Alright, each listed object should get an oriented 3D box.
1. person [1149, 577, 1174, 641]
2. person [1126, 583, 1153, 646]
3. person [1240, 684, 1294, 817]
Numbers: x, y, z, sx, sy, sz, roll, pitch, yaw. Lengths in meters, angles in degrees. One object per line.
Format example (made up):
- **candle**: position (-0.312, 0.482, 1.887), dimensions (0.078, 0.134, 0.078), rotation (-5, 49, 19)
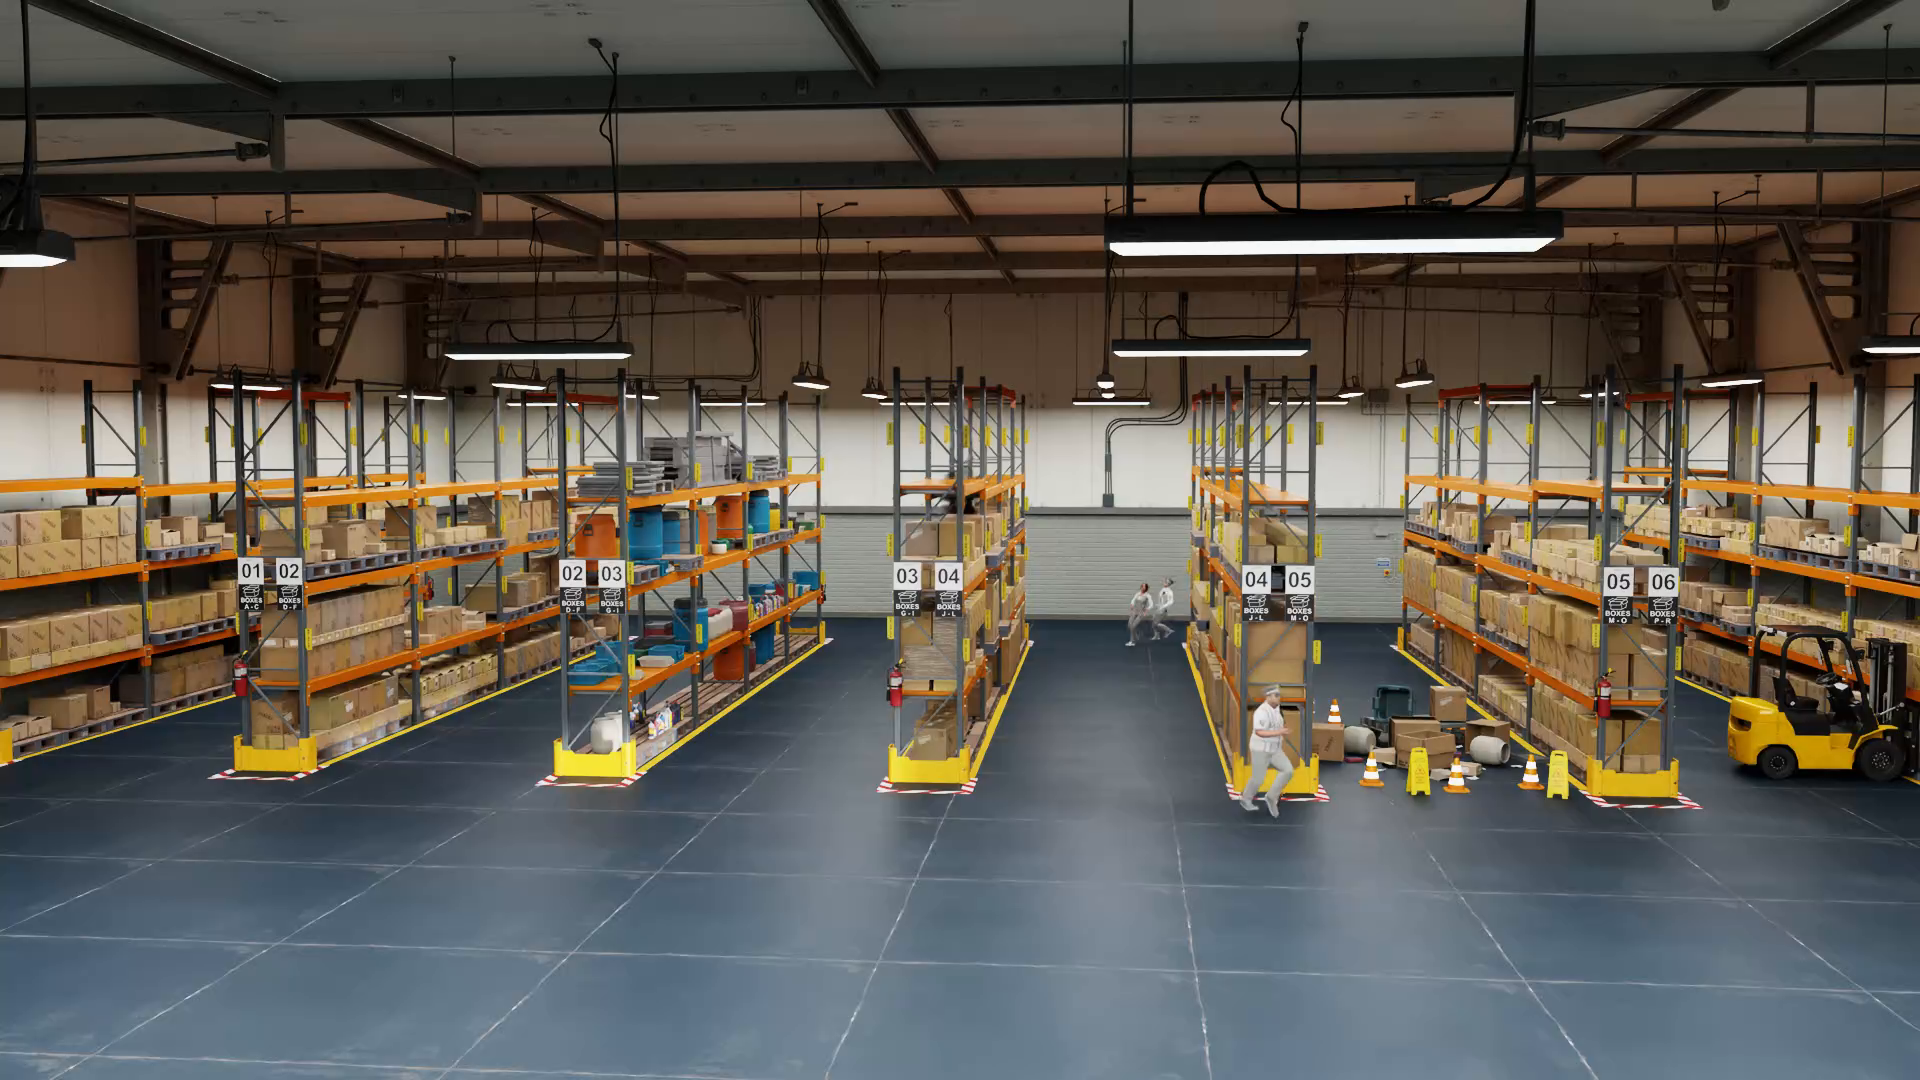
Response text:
- **person**: position (4.941, 1.692, 40.630), dimensions (0.546, 1.616, 0.695), rotation (0, 4, -3)
- **person**: position (4.276, 1.777, 39.669), dimensions (0.501, 1.508, 0.603), rotation (-3, 5, -44)
- **person**: position (4.051, 2.763, 21.903), dimensions (0.835, 1.782, 0.692), rotation (3, 5, 43)
